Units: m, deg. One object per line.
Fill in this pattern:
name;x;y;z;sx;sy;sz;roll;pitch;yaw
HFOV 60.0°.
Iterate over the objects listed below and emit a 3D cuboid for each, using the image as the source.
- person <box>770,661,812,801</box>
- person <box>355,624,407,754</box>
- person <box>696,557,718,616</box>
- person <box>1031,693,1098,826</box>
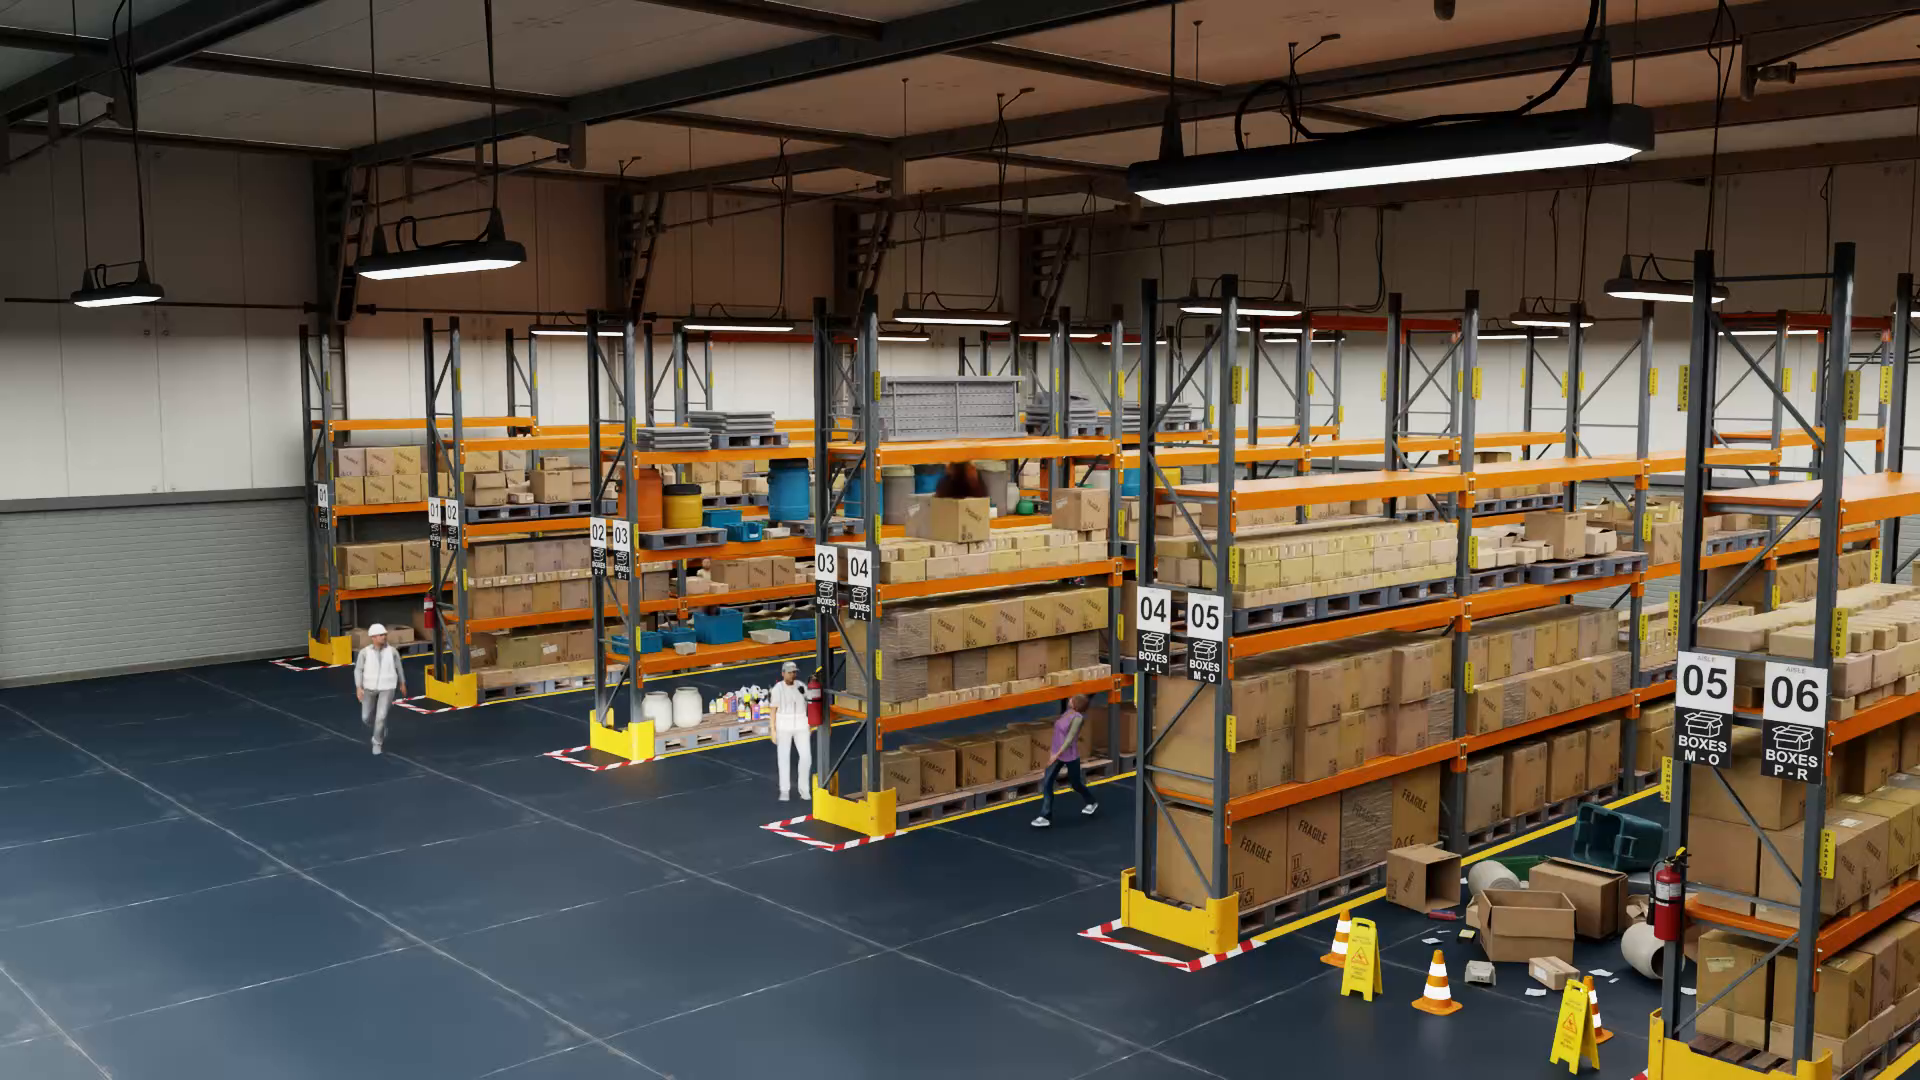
person;-2.054;2.338;20.187;0.513;1.733;0.395;-1;6;-13
person;-7.930;2.028;22.773;0.650;1.772;0.628;-1;6;-11
person;-4.800;1.137;31.690;0.486;1.671;0.424;-5;8;-41
person;1.228;2.488;18.973;0.959;1.501;0.406;-6;8;-44
